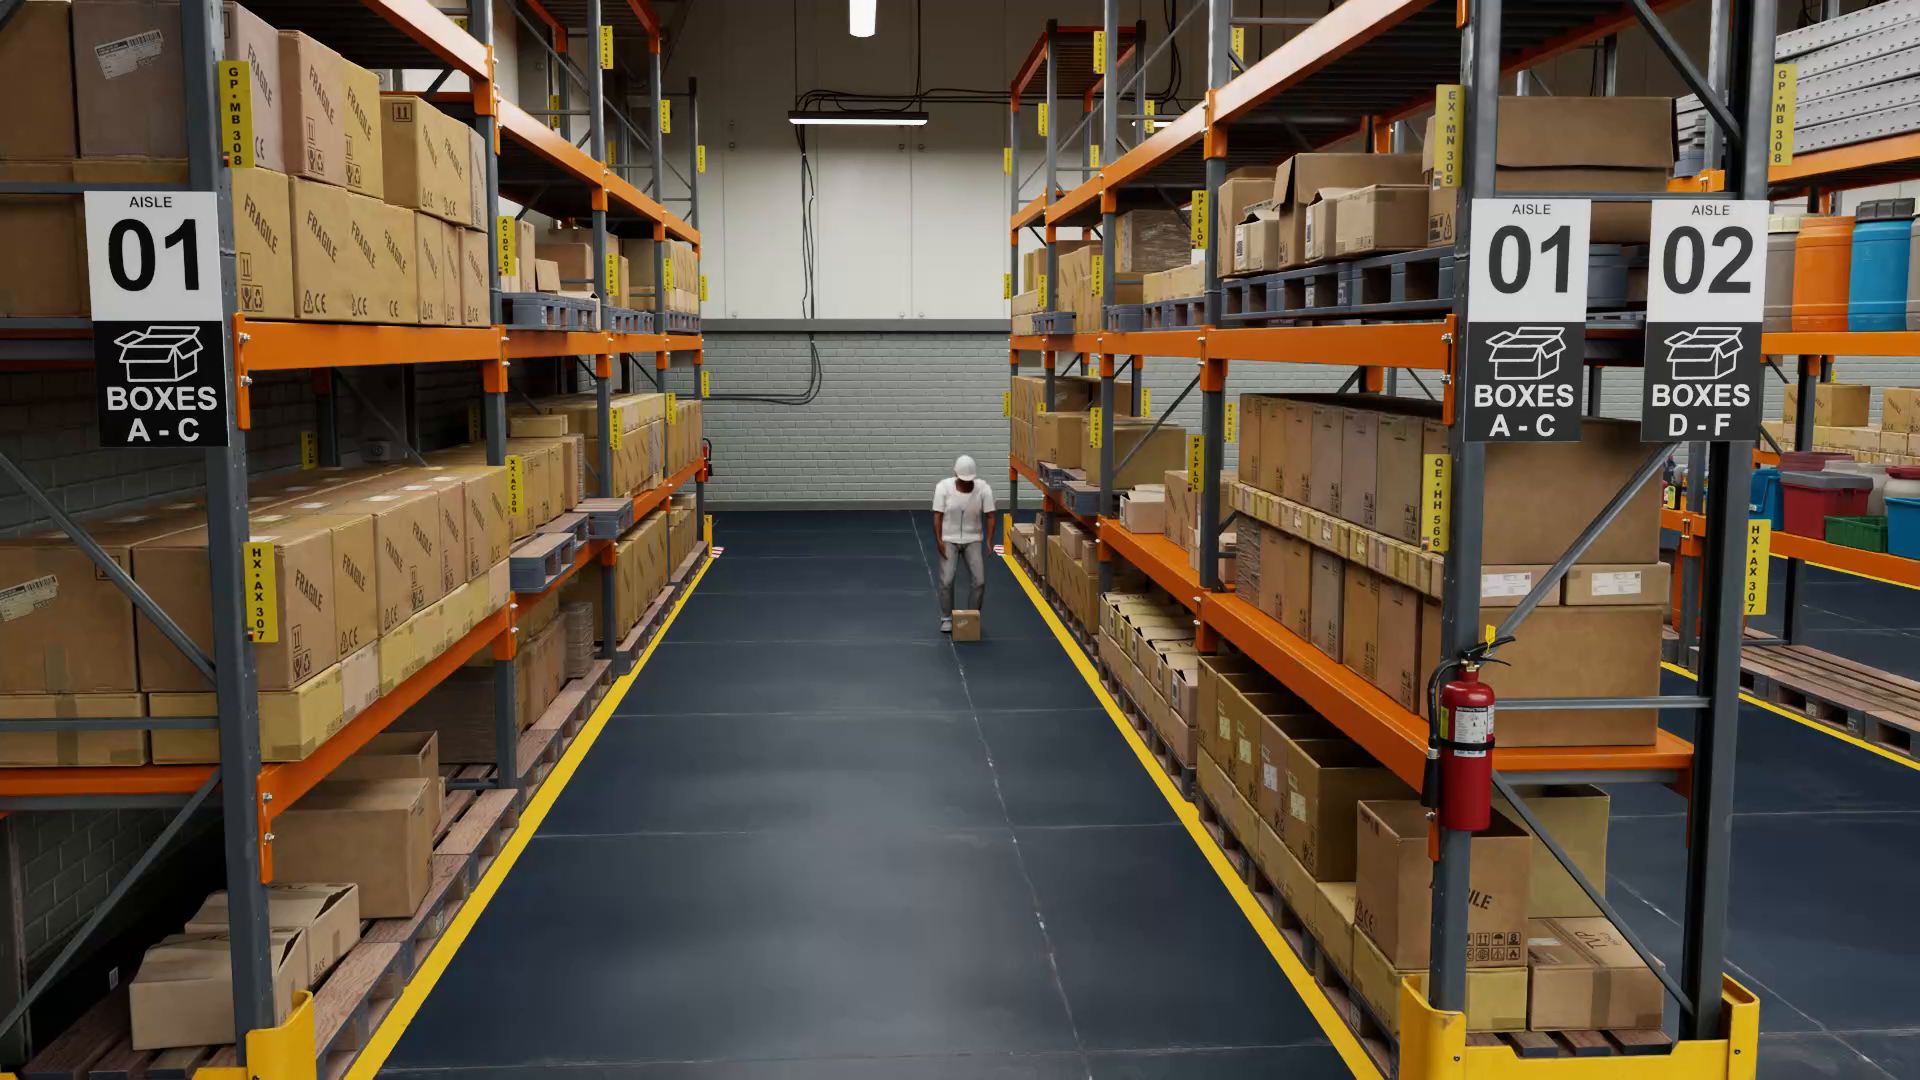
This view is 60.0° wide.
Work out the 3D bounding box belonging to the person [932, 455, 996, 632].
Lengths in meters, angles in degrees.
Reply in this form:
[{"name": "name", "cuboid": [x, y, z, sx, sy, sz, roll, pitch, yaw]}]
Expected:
[{"name": "person", "cuboid": [0.041, 0.029, 15.767, 0.602, 1.682, 0.511, 0, 7, -3]}]
